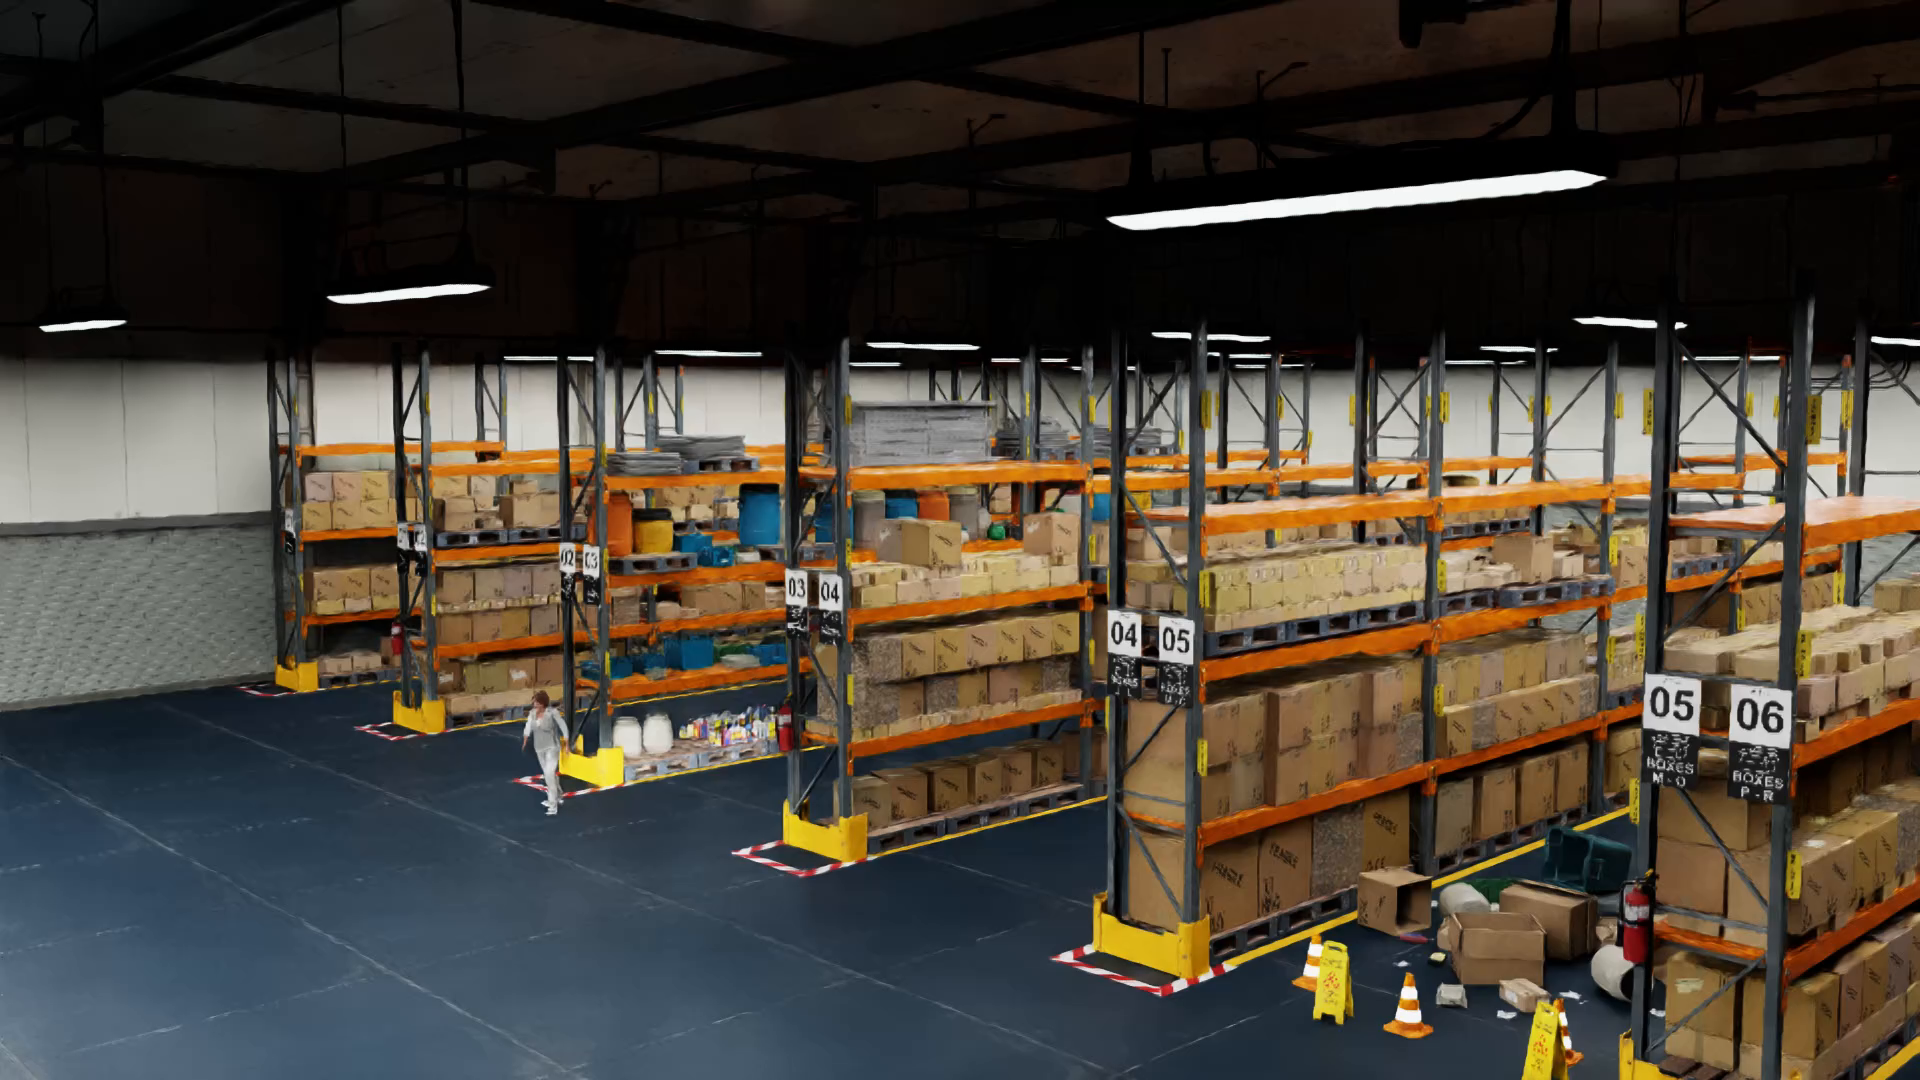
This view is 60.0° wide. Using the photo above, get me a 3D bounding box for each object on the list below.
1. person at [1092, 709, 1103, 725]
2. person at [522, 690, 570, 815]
[{"bbox_3d":[1.840,2.315,24.039,1.036,1.517,0.417,-4,7,-41],"label":"person"},{"bbox_3d":[-5.109,2.605,20.670,0.569,1.537,0.733,2,5,25],"label":"person"}]
